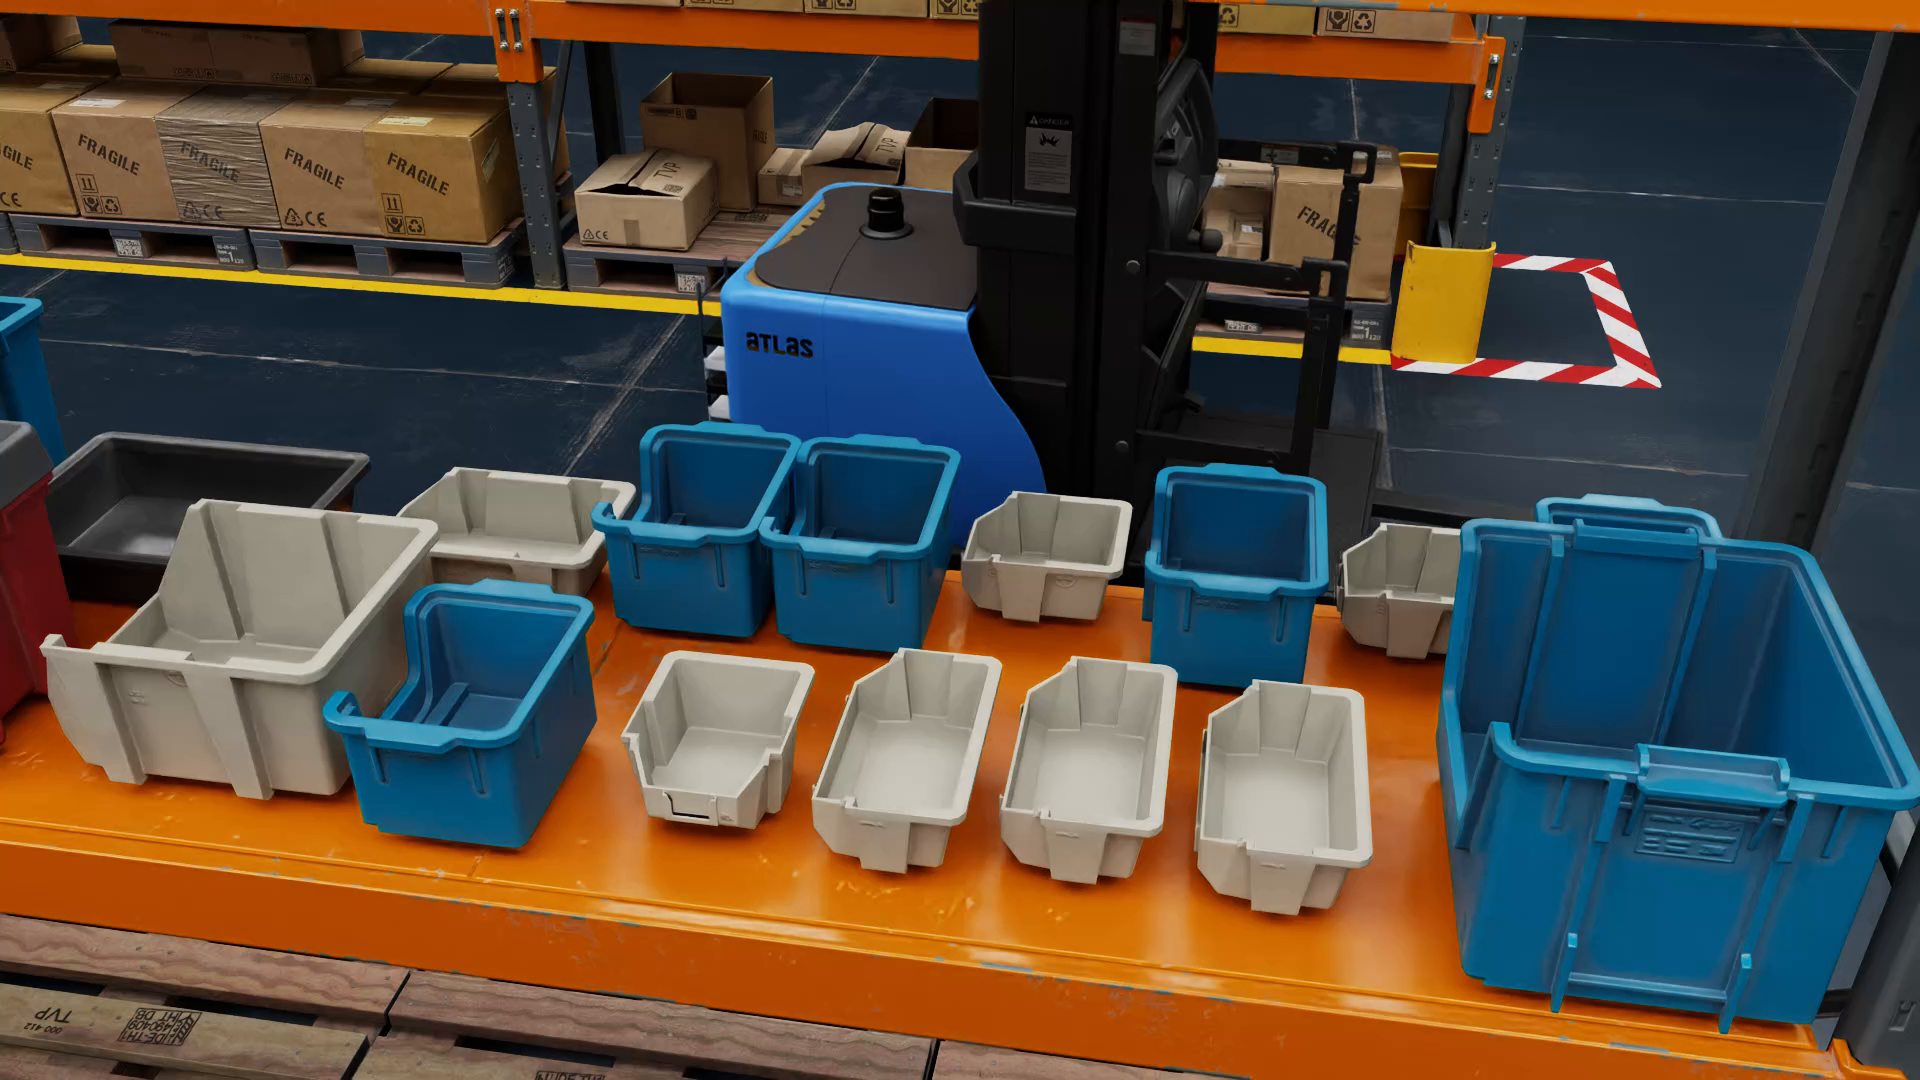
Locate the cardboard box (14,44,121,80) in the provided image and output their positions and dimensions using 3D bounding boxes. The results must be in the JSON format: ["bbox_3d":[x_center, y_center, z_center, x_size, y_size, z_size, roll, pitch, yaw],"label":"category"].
[{"bbox_3d":[-4.263,-2.146,8.293,0.500,0.500,0.500,4,32,6],"label":"cardboard box"}]

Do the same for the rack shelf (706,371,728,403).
[{"bbox_3d":[-0.720,-0.541,5.660,0.200,0.077,0.258,9,33,14],"label":"rack shelf"}]

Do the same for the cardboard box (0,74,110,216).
[{"bbox_3d":[-4.323,-1.872,7.855,0.500,0.500,0.500,5,32,8],"label":"cardboard box"}]

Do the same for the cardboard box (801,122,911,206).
[{"bbox_3d":[-0.443,-1.746,7.833,0.500,0.311,0.500,5,32,8],"label":"cardboard box"}]

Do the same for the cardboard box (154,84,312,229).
[{"bbox_3d":[-3.306,-1.784,7.714,0.500,0.500,0.500,6,32,9],"label":"cardboard box"}]

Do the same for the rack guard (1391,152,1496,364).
[{"bbox_3d":[2.077,-1.259,7.291,0.348,0.500,1.175,5,32,8],"label":"rack guard"}]

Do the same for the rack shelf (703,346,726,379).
[{"bbox_3d":[-0.720,-0.618,5.612,0.200,0.077,0.258,9,33,14],"label":"rack shelf"}]

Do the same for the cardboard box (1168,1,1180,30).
[{"bbox_3d":[0.662,-2.344,6.573,0.500,0.500,0.500,5,32,9],"label":"cardboard box"}]

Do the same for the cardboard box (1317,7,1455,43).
[{"bbox_3d":[1.664,-2.252,6.427,0.500,0.500,0.500,6,33,10],"label":"cardboard box"}]

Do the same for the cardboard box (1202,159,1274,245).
[{"bbox_3d":[1.171,-1.575,7.615,0.500,0.250,0.500,5,32,8],"label":"cardboard box"}]

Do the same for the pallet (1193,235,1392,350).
[{"bbox_3d":[1.291,-1.207,7.480,1.213,0.211,1.003,5,32,8],"label":"pallet"}]

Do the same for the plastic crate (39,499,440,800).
[{"bbox_3d":[-1.154,0.179,2.693,0.530,0.282,0.437,5,32,8],"label":"plastic crate"}]

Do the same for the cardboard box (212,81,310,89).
[{"bbox_3d":[-3.246,-2.057,8.151,0.500,0.500,0.500,6,32,9],"label":"cardboard box"}]

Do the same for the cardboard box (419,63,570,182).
[{"bbox_3d":[-2.227,-1.967,8.006,0.500,0.500,0.500,4,32,6],"label":"cardboard box"}]

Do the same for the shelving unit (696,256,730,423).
[{"bbox_3d":[-0.720,-0.493,5.690,0.210,0.900,0.258,9,33,14],"label":"shelving unit"}]

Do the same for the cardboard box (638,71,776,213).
[{"bbox_3d":[-1.182,-1.894,7.889,0.500,0.500,0.500,5,32,8],"label":"cardboard box"}]

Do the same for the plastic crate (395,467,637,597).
[{"bbox_3d":[-0.861,0.006,3.106,0.466,0.136,0.293,5,32,8],"label":"plastic crate"}]

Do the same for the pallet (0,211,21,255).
[{"bbox_3d":[-5.005,-1.758,8.359,1.213,0.211,1.003,5,32,8],"label":"pallet"}]

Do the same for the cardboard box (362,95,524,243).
[{"bbox_3d":[-2.326,-1.690,7.565,0.500,0.500,0.500,5,32,8],"label":"cardboard box"}]

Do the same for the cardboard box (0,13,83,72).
[{"bbox_3d":[-4.717,-2.507,8.163,0.500,0.250,0.500,6,33,10],"label":"cardboard box"}]

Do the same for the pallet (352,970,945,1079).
[{"bbox_3d":[-0.691,1.256,3.544,1.213,0.211,1.003,5,32,8],"label":"pallet"}]

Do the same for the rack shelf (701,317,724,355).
[{"bbox_3d":[-0.720,-0.694,5.564,0.200,0.077,0.258,9,33,14],"label":"rack shelf"}]

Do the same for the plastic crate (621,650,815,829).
[{"bbox_3d":[-0.376,0.324,2.597,0.250,0.136,0.298,5,32,8],"label":"plastic crate"}]

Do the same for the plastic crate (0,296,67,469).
[{"bbox_3d":[-2.111,-0.234,3.256,0.575,0.384,0.392,5,32,8],"label":"plastic crate"}]

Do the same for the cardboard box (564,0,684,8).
[{"bbox_3d":[-1.335,-2.524,6.860,0.500,0.500,0.500,6,33,9],"label":"cardboard box"}]

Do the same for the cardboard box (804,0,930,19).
[{"bbox_3d":[-0.337,-2.434,6.717,0.500,0.500,0.500,5,32,8],"label":"cardboard box"}]

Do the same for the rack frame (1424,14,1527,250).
[{"bbox_3d":[2.152,-2.312,6.617,0.127,3.000,1.000,5,32,8],"label":"rack frame"}]

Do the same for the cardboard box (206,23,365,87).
[{"bbox_3d":[-3.213,-2.374,7.950,0.500,0.250,0.500,5,32,8],"label":"cardboard box"}]

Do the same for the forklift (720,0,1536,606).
[{"bbox_3d":[0.840,-1.112,4.764,3.031,2.935,1.130,9,33,14],"label":"forklift"}]

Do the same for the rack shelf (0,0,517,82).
[{"bbox_3d":[-3.763,-2.543,7.663,4.000,0.370,1.077,5,32,8],"label":"rack shelf"}]

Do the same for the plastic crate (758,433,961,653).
[{"bbox_3d":[-0.171,0.012,3.005,0.300,0.233,0.416,5,32,8],"label":"plastic crate"}]

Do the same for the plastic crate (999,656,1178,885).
[{"bbox_3d":[0.197,0.353,2.551,0.243,0.136,0.396,5,32,8],"label":"plastic crate"}]

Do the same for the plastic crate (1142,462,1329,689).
[{"bbox_3d":[0.478,0.071,2.911,0.300,0.233,0.416,5,32,8],"label":"plastic crate"}]

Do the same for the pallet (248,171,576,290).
[{"bbox_3d":[-2.599,-1.540,8.011,1.213,0.211,1.003,5,32,8],"label":"pallet"}]

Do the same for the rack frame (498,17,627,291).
[{"bbox_3d":[-1.791,-2.669,7.187,0.127,3.000,1.000,5,32,8],"label":"rack frame"}]

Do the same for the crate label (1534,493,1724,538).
[{"bbox_3d":[1.127,0.129,2.817,0.303,0.233,0.416,5,32,8],"label":"crate label"}]

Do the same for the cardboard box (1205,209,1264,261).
[{"bbox_3d":[1.190,-1.301,7.256,0.250,0.166,0.380,5,32,8],"label":"cardboard box"}]
